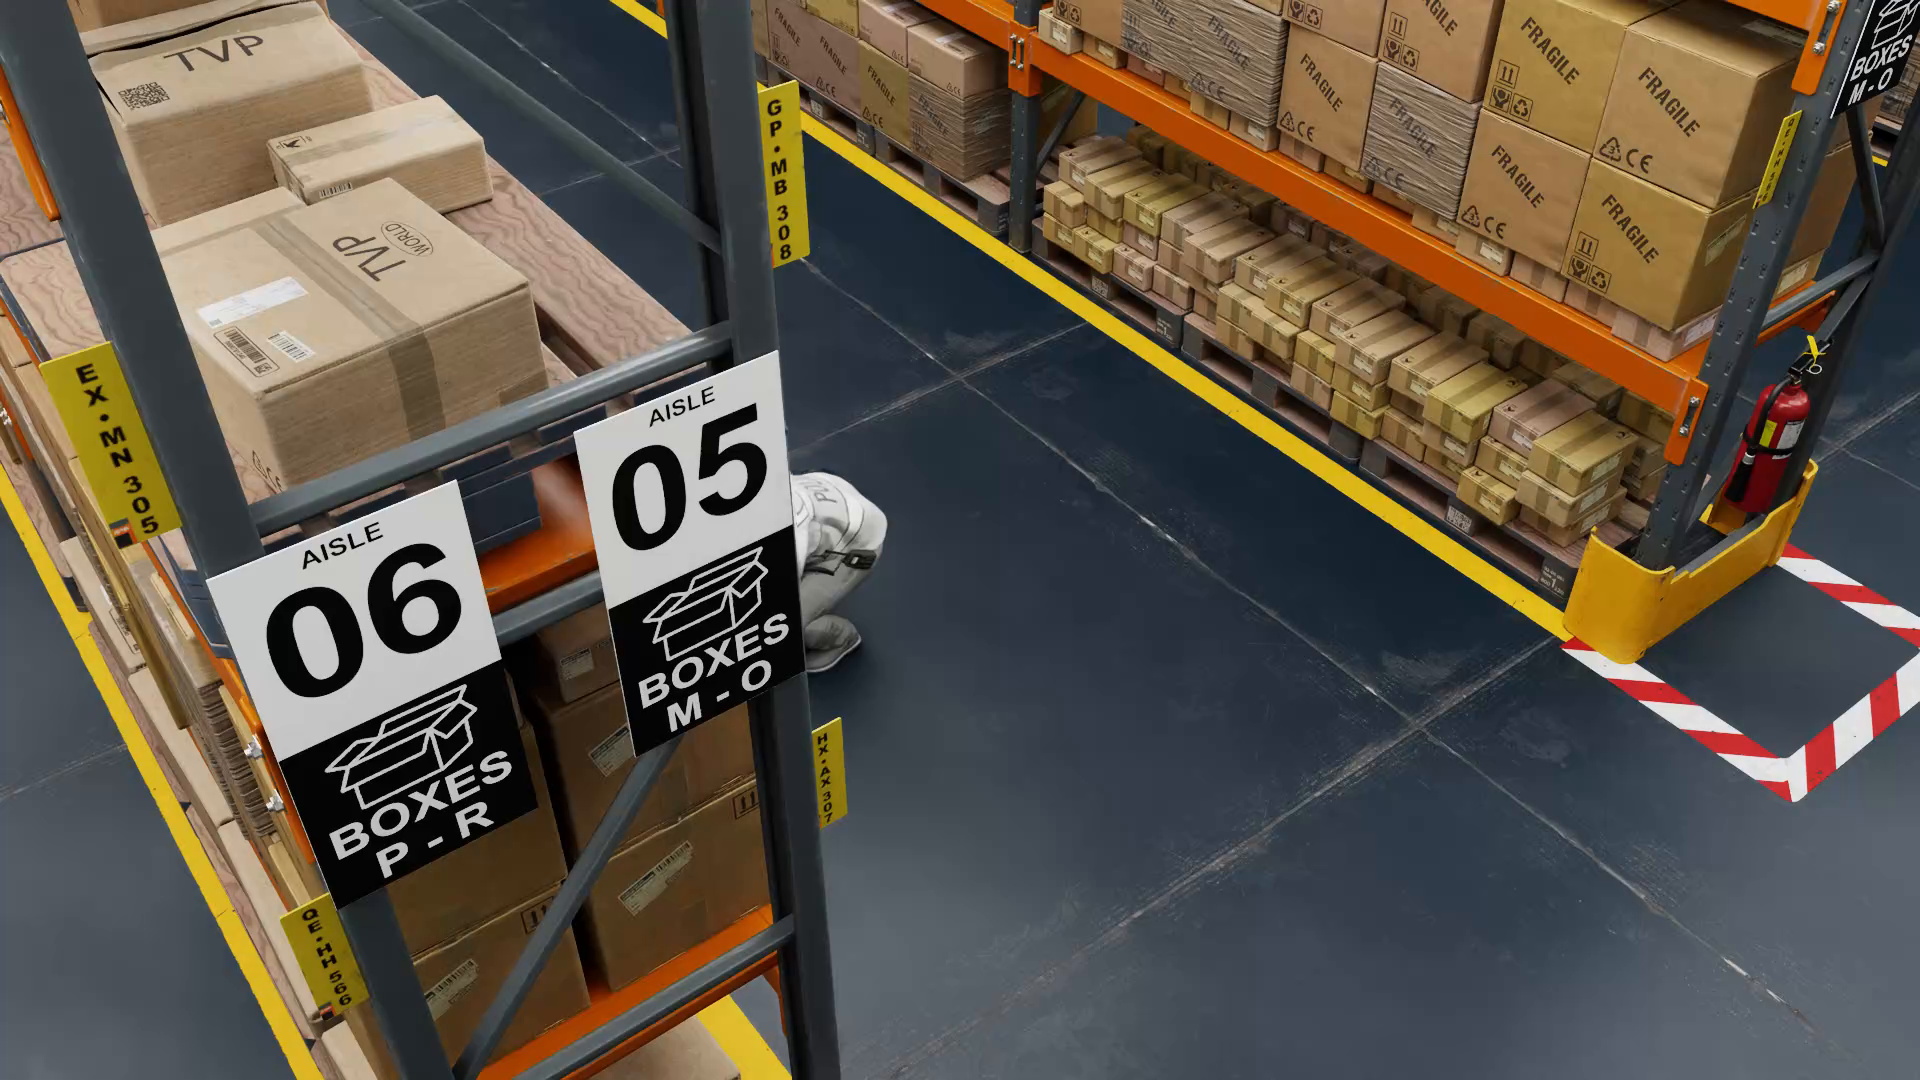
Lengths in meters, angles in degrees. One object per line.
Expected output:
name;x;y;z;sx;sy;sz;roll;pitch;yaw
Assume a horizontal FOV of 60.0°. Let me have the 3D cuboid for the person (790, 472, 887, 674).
person;-0.683;0.088;6.581;0.840;0.986;0.530;-27;47;-28
